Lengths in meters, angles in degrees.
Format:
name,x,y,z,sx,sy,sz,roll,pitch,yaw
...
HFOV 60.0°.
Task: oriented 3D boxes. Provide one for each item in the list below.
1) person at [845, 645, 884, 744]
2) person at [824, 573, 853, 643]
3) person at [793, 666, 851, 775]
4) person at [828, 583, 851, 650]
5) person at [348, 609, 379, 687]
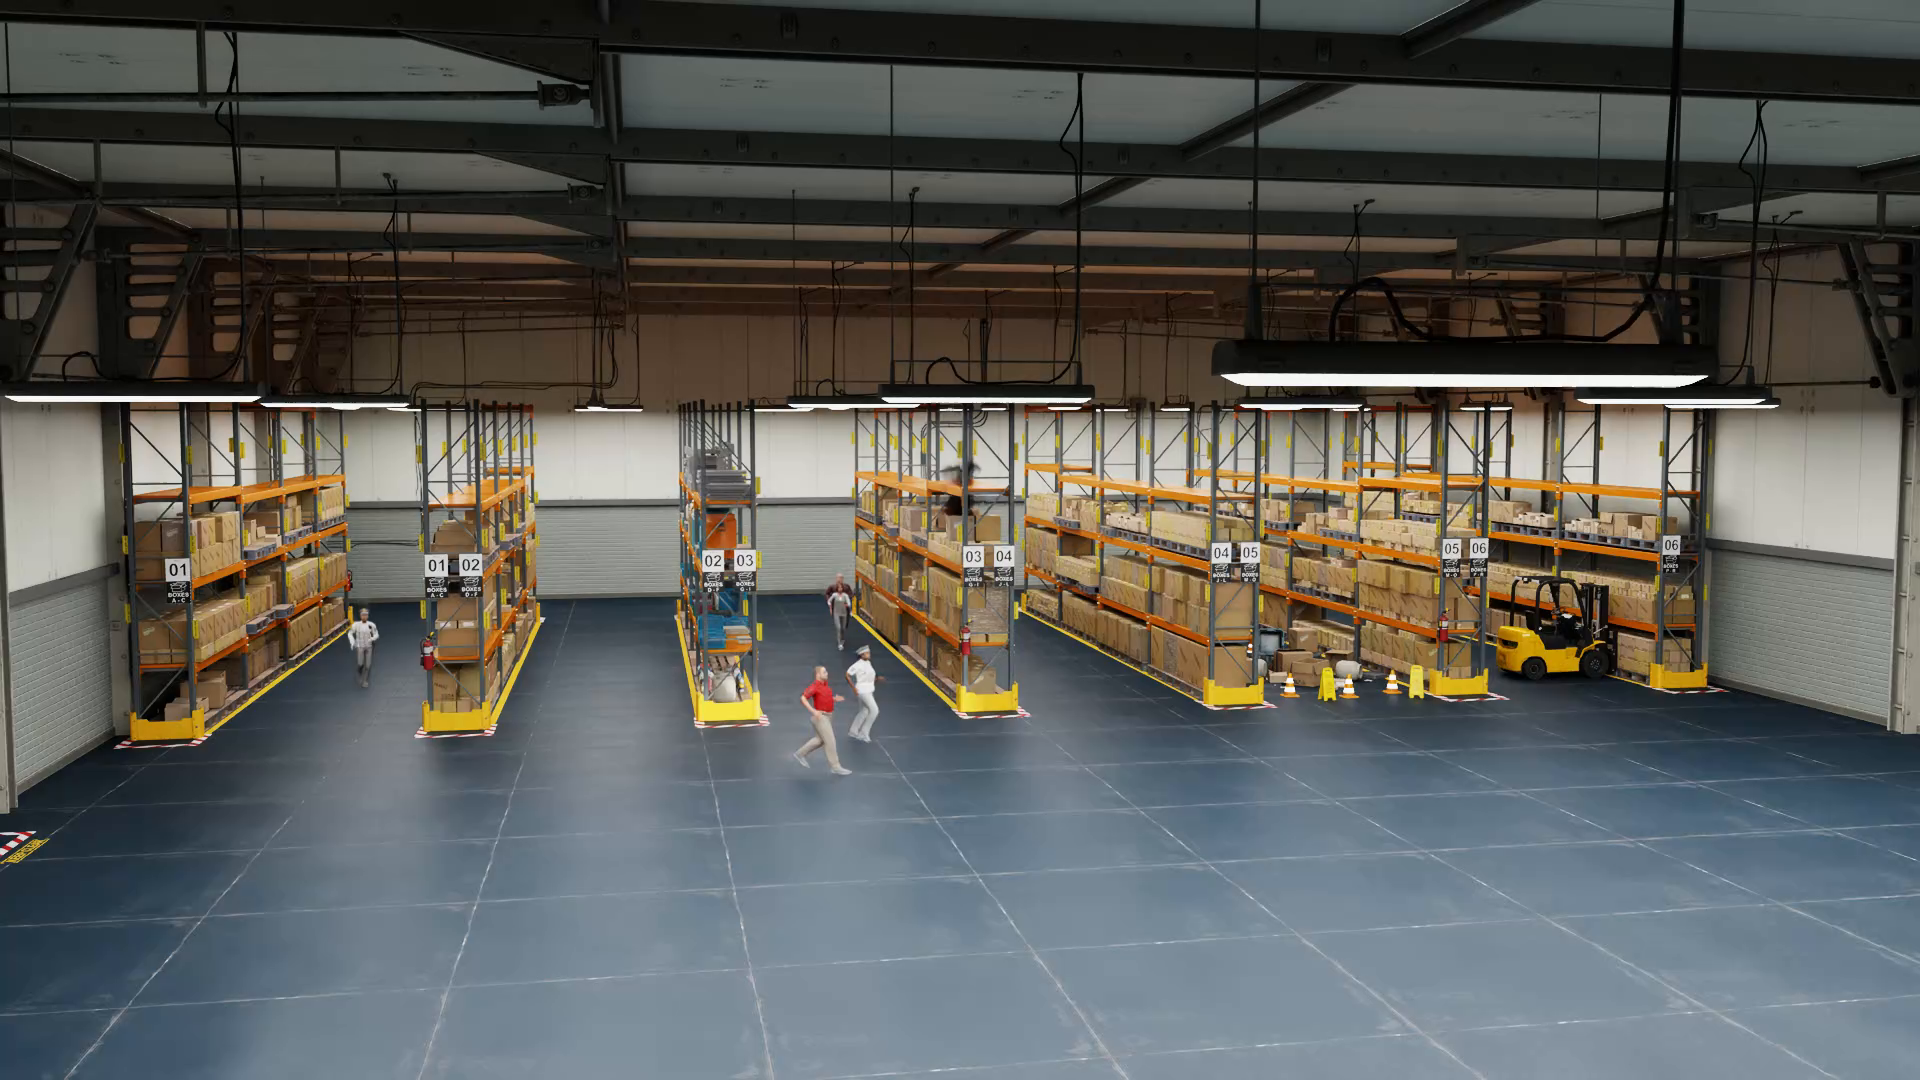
name,x,y,z,sx,sy,sz,roll,pitch,yaw
person,-1.644,2.692,29.056,0.699,1.726,0.551,1,5,19
person,-3.026,1.705,41.752,0.716,1.737,0.836,-1,5,-19
person,-2.203,2.885,26.433,0.991,1.631,0.665,1,4,11
person,-2.929,1.846,40.568,0.538,1.586,0.893,-1,4,-16
person,-12.477,2.264,34.834,0.599,1.651,0.562,-2,5,-24
